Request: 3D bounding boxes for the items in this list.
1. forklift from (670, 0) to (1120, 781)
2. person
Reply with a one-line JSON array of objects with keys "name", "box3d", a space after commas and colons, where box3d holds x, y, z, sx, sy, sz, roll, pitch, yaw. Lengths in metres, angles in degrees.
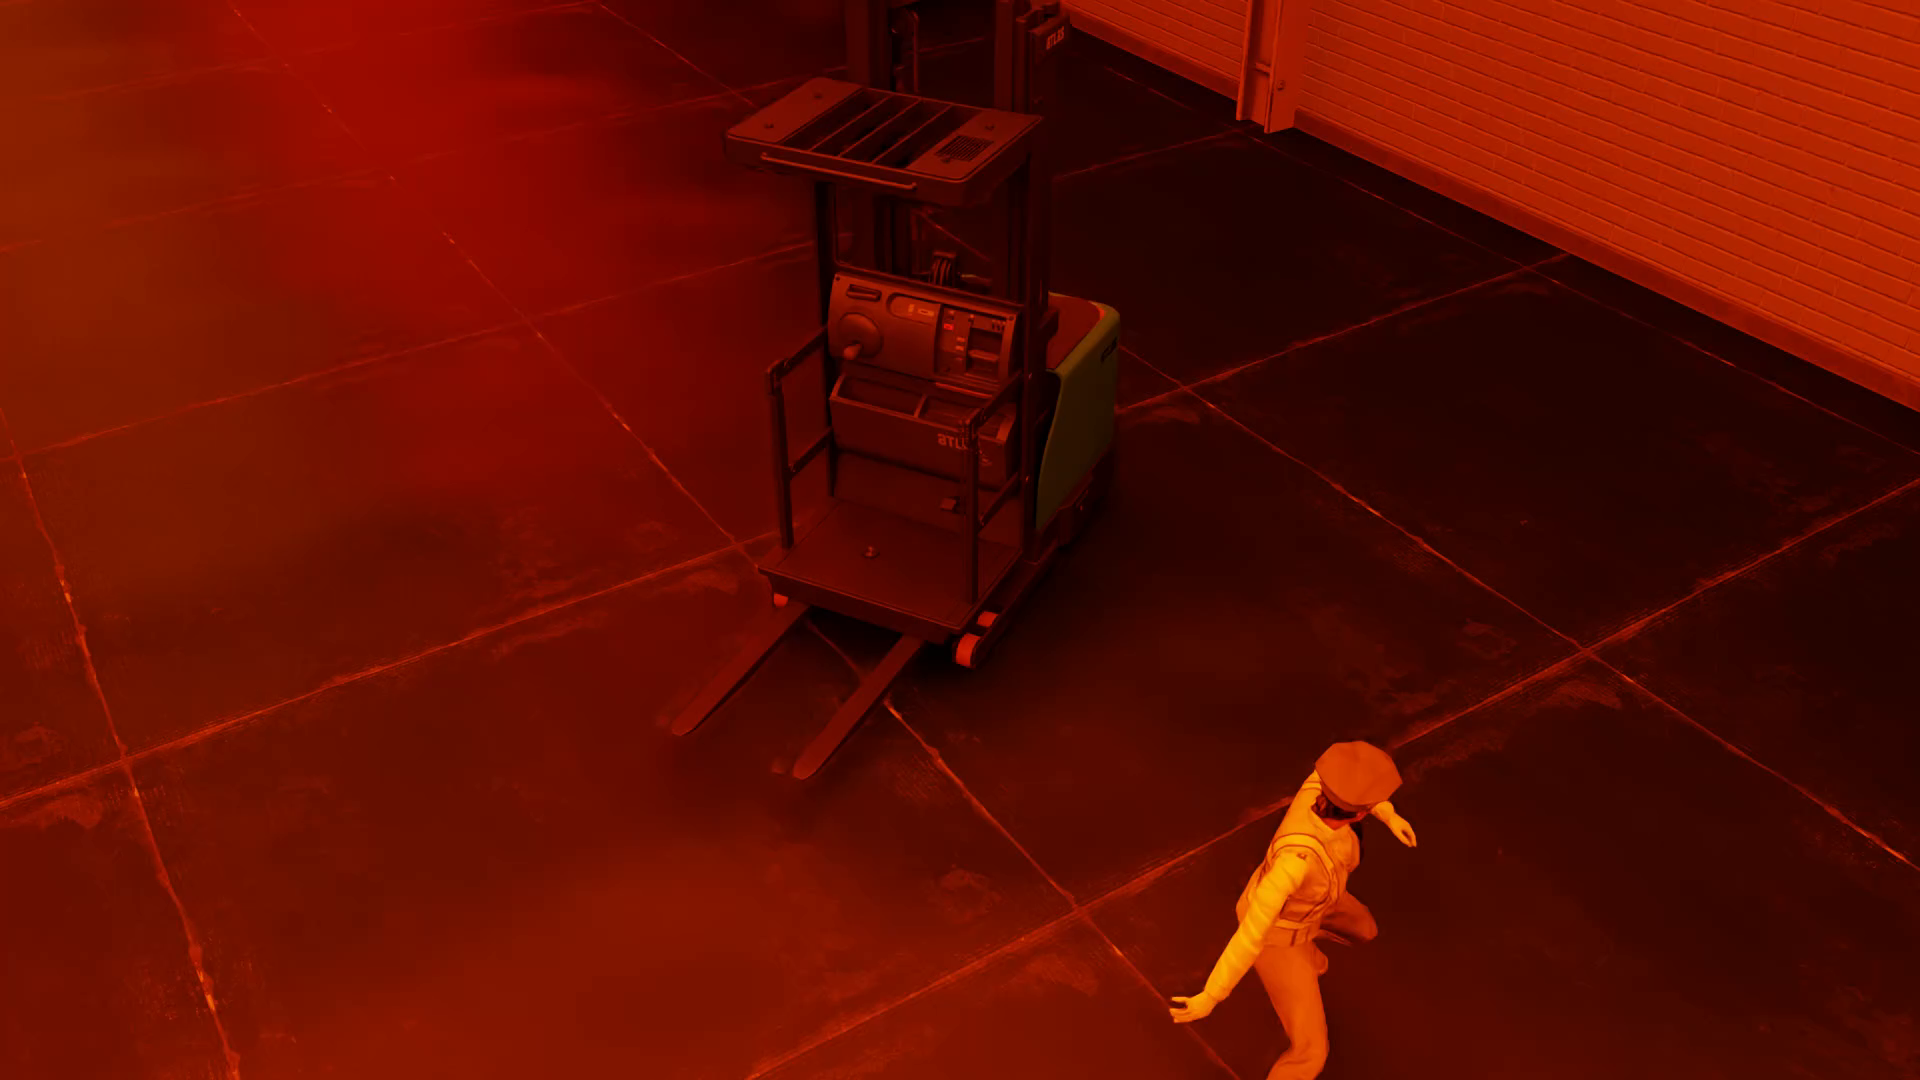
[{"name": "forklift", "box3d": [-0.272, -0.885, 7.407, 1.130, 2.935, 3.031, 16, 38, 21]}, {"name": "person", "box3d": [1.132, 1.319, 5.573, 0.526, 1.580, 1.100, 21, 40, 27]}]
